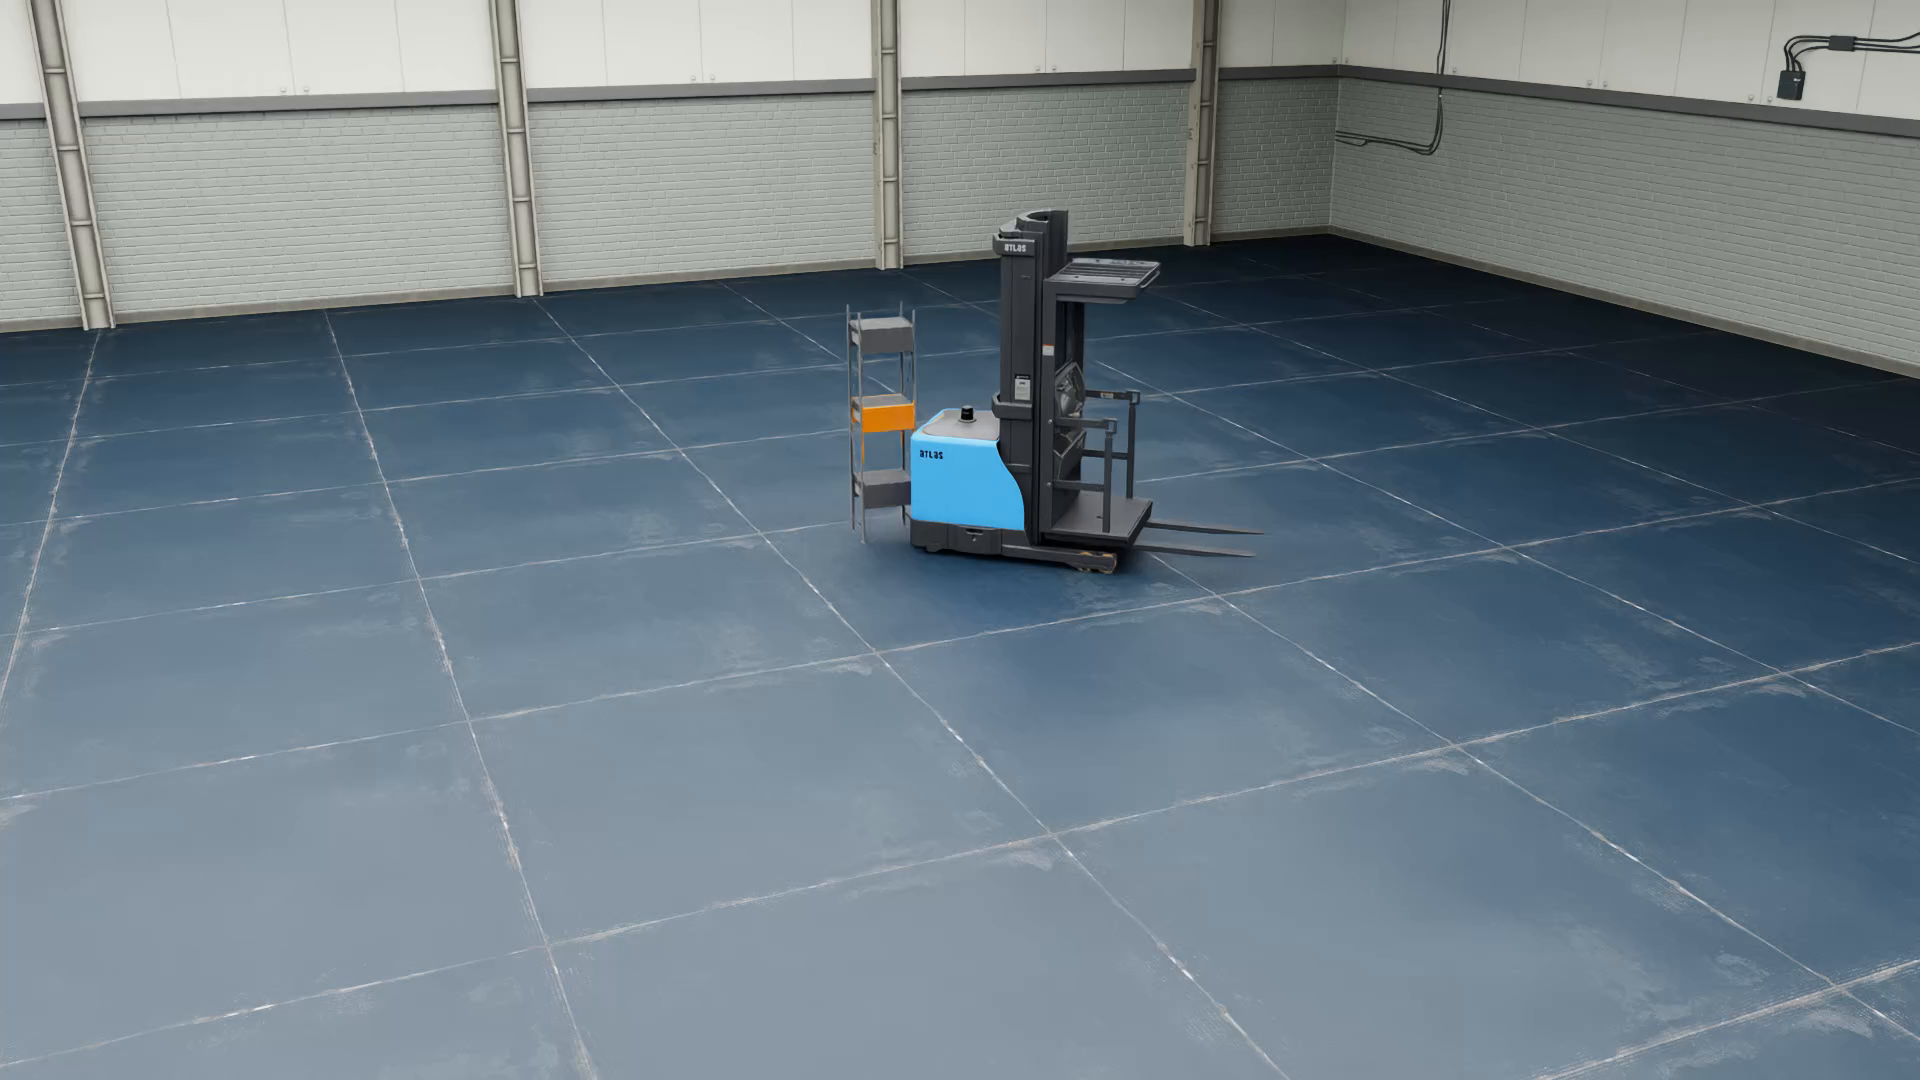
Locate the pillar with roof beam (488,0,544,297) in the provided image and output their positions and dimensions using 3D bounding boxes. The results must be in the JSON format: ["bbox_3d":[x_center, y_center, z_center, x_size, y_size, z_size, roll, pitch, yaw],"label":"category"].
[{"bbox_3d":[-5.000,-6.748,20.638,0.400,9.000,9.100,-8,21,-22],"label":"pillar with roof beam"}]

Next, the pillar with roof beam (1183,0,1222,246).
[{"bbox_3d":[6.019,-8.327,25.121,0.400,9.000,9.100,-8,21,-22],"label":"pillar with roof beam"}]

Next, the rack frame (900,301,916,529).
[{"bbox_3d":[-0.458,-1.059,14.869,0.015,2.100,0.400,-6,20,-17],"label":"rack frame"}]

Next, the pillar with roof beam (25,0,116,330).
[{"bbox_3d":[-10.509,-5.959,18.396,0.400,9.000,9.100,-8,21,-22],"label":"pillar with roof beam"}]

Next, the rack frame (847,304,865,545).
[{"bbox_3d":[-0.921,-1.008,14.724,0.015,2.100,0.400,-6,20,-17],"label":"rack frame"}]

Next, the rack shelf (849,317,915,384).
[{"bbox_3d":[-0.690,-1.681,14.568,0.480,0.518,0.431,-6,20,-17],"label":"rack shelf"}]

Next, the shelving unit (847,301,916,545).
[{"bbox_3d":[-0.690,-1.034,14.796,0.503,2.100,0.431,-6,20,-17],"label":"shelving unit"}]

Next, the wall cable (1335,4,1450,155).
[{"bbox_3d":[7.542,-8.159,29.321,0.112,2.526,3.097,-8,21,-22],"label":"wall cable"}]

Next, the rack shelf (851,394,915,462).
[{"bbox_3d":[-0.690,-1.021,14.801,0.480,0.518,0.431,-6,20,-17],"label":"rack shelf"}]

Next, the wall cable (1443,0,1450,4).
[{"bbox_3d":[8.614,-9.716,26.139,0.112,2.526,3.097,-8,21,-22],"label":"wall cable"}]

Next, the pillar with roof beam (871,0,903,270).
[{"bbox_3d":[0.509,-7.537,22.880,0.400,9.000,9.100,-8,21,-22],"label":"pillar with roof beam"}]

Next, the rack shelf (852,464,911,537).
[{"bbox_3d":[-0.690,-0.361,15.033,0.480,0.518,0.431,-6,20,-17],"label":"rack shelf"}]

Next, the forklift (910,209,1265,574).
[{"bbox_3d":[1.132,-1.291,14.275,3.031,2.935,1.130,6,20,16],"label":"forklift"}]

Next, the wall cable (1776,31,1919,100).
[{"bbox_3d":[11.288,-8.331,20.012,0.169,6.003,2.305,-8,21,-22],"label":"wall cable"}]
